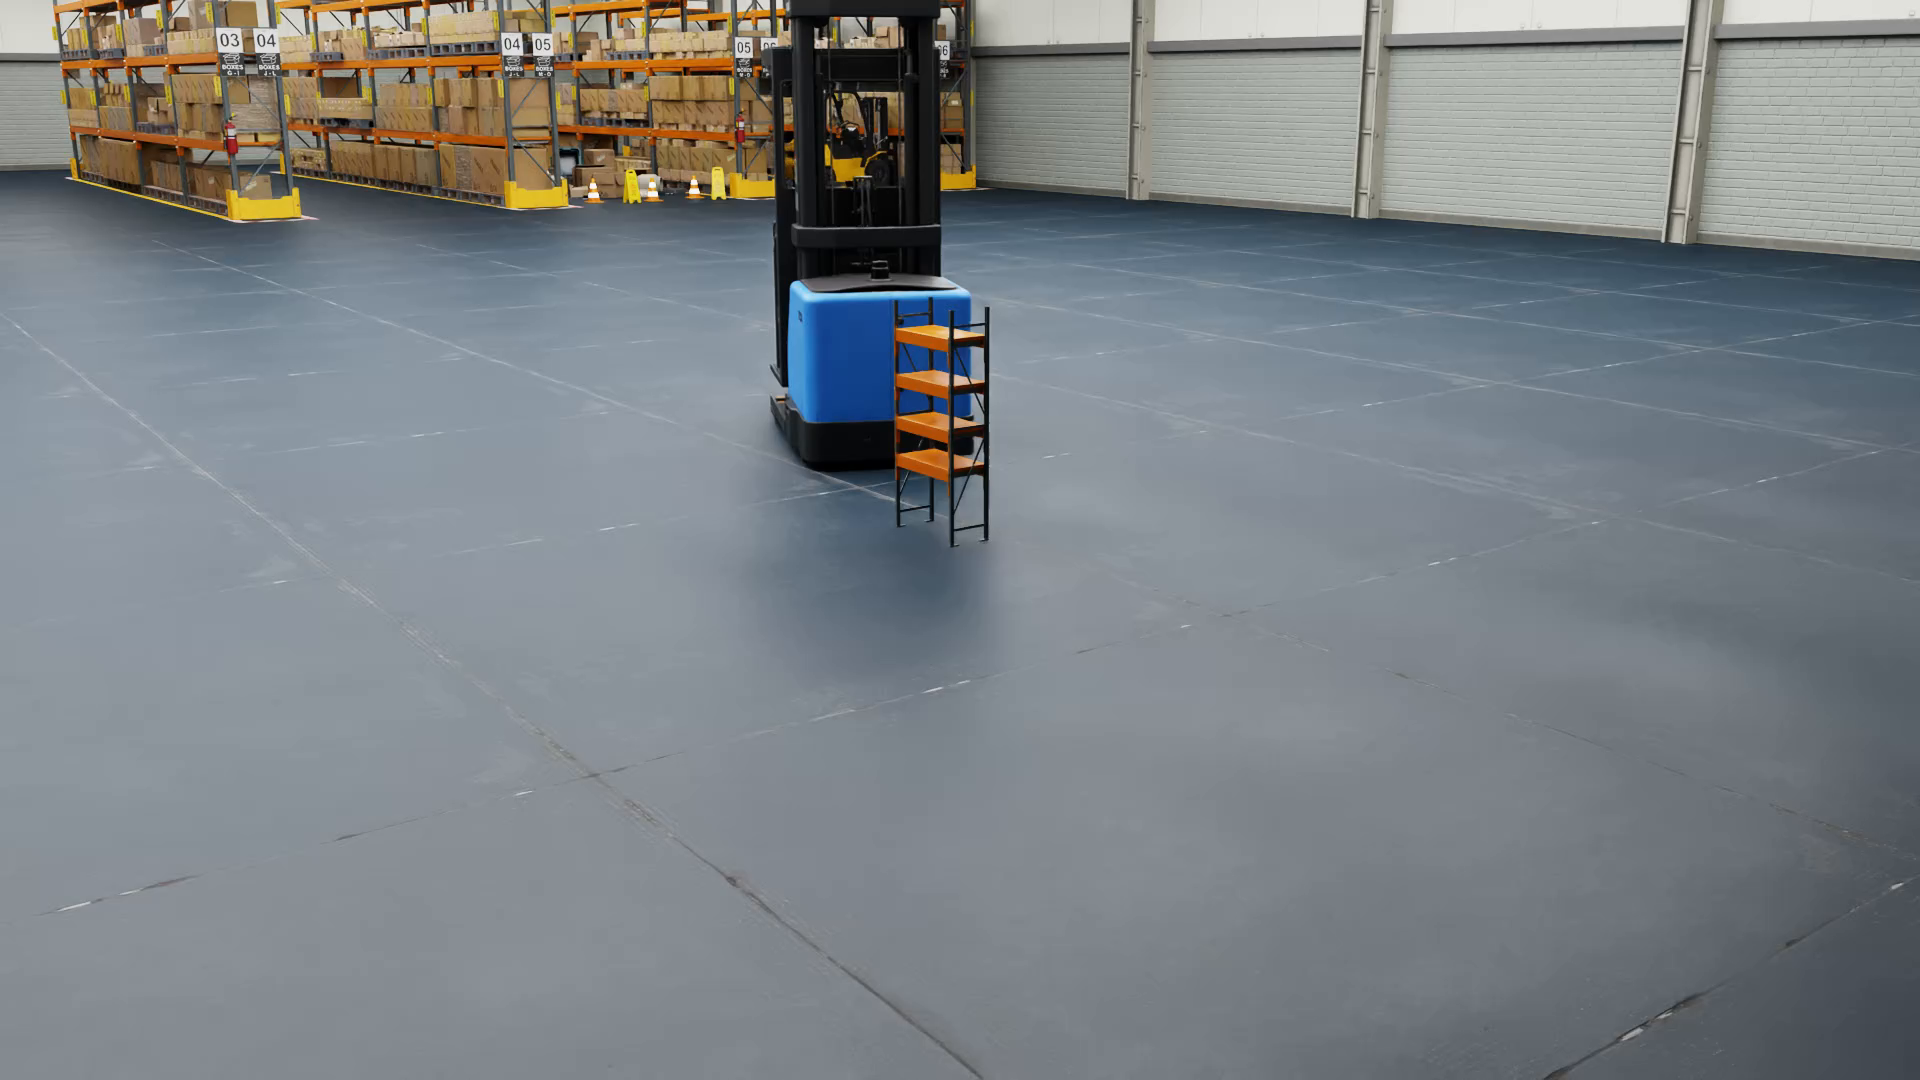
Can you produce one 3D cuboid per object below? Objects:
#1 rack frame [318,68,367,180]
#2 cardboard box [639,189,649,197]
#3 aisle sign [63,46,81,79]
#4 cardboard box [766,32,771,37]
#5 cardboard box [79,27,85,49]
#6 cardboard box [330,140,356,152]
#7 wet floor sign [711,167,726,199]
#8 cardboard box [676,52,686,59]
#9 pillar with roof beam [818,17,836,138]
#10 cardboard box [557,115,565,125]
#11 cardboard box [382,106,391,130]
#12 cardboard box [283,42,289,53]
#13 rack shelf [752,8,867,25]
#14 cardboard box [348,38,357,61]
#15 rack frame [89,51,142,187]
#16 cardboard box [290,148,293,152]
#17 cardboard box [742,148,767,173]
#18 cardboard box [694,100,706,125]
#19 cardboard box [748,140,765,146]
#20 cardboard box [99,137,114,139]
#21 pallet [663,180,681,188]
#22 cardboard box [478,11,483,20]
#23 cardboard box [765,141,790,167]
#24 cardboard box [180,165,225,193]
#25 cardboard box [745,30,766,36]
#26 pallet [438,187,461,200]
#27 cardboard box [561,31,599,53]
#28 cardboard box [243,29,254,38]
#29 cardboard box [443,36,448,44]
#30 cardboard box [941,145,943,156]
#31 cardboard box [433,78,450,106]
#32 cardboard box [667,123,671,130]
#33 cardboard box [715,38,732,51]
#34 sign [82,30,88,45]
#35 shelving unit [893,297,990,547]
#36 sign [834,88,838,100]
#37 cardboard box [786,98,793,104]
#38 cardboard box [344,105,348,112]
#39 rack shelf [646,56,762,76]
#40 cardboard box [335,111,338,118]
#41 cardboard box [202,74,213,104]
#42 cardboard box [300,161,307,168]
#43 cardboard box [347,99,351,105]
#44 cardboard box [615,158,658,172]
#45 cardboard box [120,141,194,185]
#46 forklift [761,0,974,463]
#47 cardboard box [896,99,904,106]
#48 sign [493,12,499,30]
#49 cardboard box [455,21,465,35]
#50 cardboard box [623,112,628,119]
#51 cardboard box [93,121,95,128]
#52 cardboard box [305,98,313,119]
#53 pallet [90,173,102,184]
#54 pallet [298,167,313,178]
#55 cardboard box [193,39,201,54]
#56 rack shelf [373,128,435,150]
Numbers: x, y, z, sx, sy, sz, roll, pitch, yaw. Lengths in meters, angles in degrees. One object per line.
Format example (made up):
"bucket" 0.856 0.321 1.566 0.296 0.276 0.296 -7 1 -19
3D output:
"rack frame" -15.211 -10.434 41.016 1.000 3.000 0.127 -11 19 -35
"cardboard box" -6.615 -7.252 34.792 0.380 0.149 0.250 -2 15 -6
"aisle sign" -21.919 -11.762 40.945 0.394 0.787 0.004 -11 19 -35
"cardboard box" -4.673 -12.694 42.418 0.500 0.500 0.500 -11 19 -34
"cardboard box" -20.104 -11.705 38.802 0.700 0.500 0.500 -10 18 -32
"cardboard box" -14.990 -9.594 40.465 0.500 0.250 0.500 -12 19 -37
"wet floor sign" -4.964 -7.319 34.095 0.267 0.644 0.232 -4 16 -15
"cardboard box" -5.890 -10.447 35.859 0.380 0.149 0.250 -11 19 -36
"pillar with roof beam" -6.888 -13.228 39.859 9.100 9.000 0.400 -11 19 -35
"cardboard box" -9.735 -10.472 41.438 0.500 0.250 0.500 -10 18 -34
"cardboard box" -12.512 -9.382 36.983 0.500 0.500 0.500 -11 19 -35
"cardboard box" -16.920 -12.548 42.397 0.500 0.250 0.500 -11 19 -34
"rack shelf" -3.725 -13.067 41.394 1.077 0.370 4.000 -11 19 -35
"cardboard box" -13.705 -11.262 38.170 0.500 0.500 0.500 -11 19 -35
"rack frame" -19.282 -9.685 38.282 1.000 3.000 0.127 -11 19 -35
"cardboard box" -17.529 -10.238 43.777 0.380 0.149 0.250 -12 19 -37
"cardboard box" -4.476 -8.119 35.552 0.500 0.500 0.500 -12 19 -36
"cardboard box" -5.335 -9.141 35.540 0.500 0.500 0.500 -11 19 -35
"cardboard box" -5.397 -10.517 44.029 0.380 0.149 0.250 -12 19 -37
"cardboard box" -19.606 -9.017 39.067 0.875 0.875 0.875 -11 19 -35
"pallet" -6.139 -8.033 37.524 1.003 0.211 1.213 -11 19 -35
"cardboard box" -8.924 -9.960 31.583 0.380 0.149 0.250 -10 18 -34
"cardboard box" -4.546 -10.063 43.362 0.875 0.625 0.625 -10 18 -33
"cardboard box" -14.922 -7.118 32.803 0.700 0.500 0.500 -13 20 -39
"cardboard box" -4.254 -10.479 34.464 0.380 0.149 0.250 -11 19 -35
"pallet" -10.123 -7.206 34.505 1.003 0.211 1.213 -11 19 -35
"cardboard box" -9.258 -12.126 40.524 0.797 0.503 0.637 -12 20 -38
"cardboard box" -12.201 -8.784 28.836 0.380 0.149 0.250 -11 19 -35
"cardboard box" -10.121 -10.009 33.274 0.380 0.149 0.250 -11 19 -35
"cardboard box" -0.721 -8.841 37.715 0.500 0.250 0.500 -10 18 -33
"cardboard box" -10.318 -9.235 34.304 0.875 0.550 0.550 -11 19 -35
"cardboard box" -6.265 -9.179 36.908 0.380 0.149 0.250 -11 19 -35
"cardboard box" -4.729 -10.247 34.370 0.500 0.250 0.500 -11 19 -35
"sign" -19.730 -11.333 37.491 0.100 0.325 0.005 -11 19 -35
"shelving unit" -0.097 -0.614 8.547 0.258 1.200 0.503 -11 19 -35
"sign" -2.983 -10.721 40.020 0.100 0.325 0.005 -11 19 -35
"cardboard box" -4.185 -11.114 42.083 0.380 0.149 0.250 -10 18 -33
"cardboard box" -14.124 -10.059 38.763 0.380 0.149 0.250 -11 19 -35
"rack shelf" -5.386 -10.188 35.799 1.077 0.370 4.000 -11 19 -35
"cardboard box" -14.579 -10.082 39.409 0.380 0.149 0.250 -11 19 -36
"cardboard box" -13.048 -7.982 29.411 0.500 0.500 0.500 -11 19 -35
"cardboard box" -16.777 -9.681 42.869 0.380 0.149 0.250 -12 19 -37
"cardboard box" -13.978 -10.148 38.524 0.380 0.149 0.250 -10 18 -33
"cardboard box" -7.708 -8.863 39.460 0.950 0.372 0.625 -10 18 -33
"cardboard box" -17.319 -8.160 35.936 1.225 0.875 0.875 -12 19 -37
"forklift" -0.719 -2.227 11.161 1.130 2.935 3.031 -3 16 -11
"cardboard box" -1.237 -10.043 38.171 0.380 0.149 0.250 -12 19 -36
"sign" -8.602 -9.626 30.854 0.100 0.325 0.005 -11 19 -35
"cardboard box" -9.553 -10.023 32.569 0.500 0.250 0.500 -11 19 -34
"cardboard box" -7.562 -9.826 38.476 0.380 0.149 0.250 -11 19 -34
"cardboard box" -19.878 -9.634 38.568 0.380 0.149 0.250 -10 18 -33
"cardboard box" -16.028 -10.796 41.586 0.500 0.500 0.500 -11 19 -36
"pallet" -20.387 -8.776 40.240 1.003 0.211 1.213 -11 19 -35
"pallet" -16.356 -9.487 42.840 1.003 0.211 1.213 -11 19 -35
"cardboard box" -13.306 -8.778 29.568 0.500 0.250 0.500 -10 18 -33
"rack shelf" -11.683 -8.806 36.429 1.077 0.370 4.000 -11 19 -35
